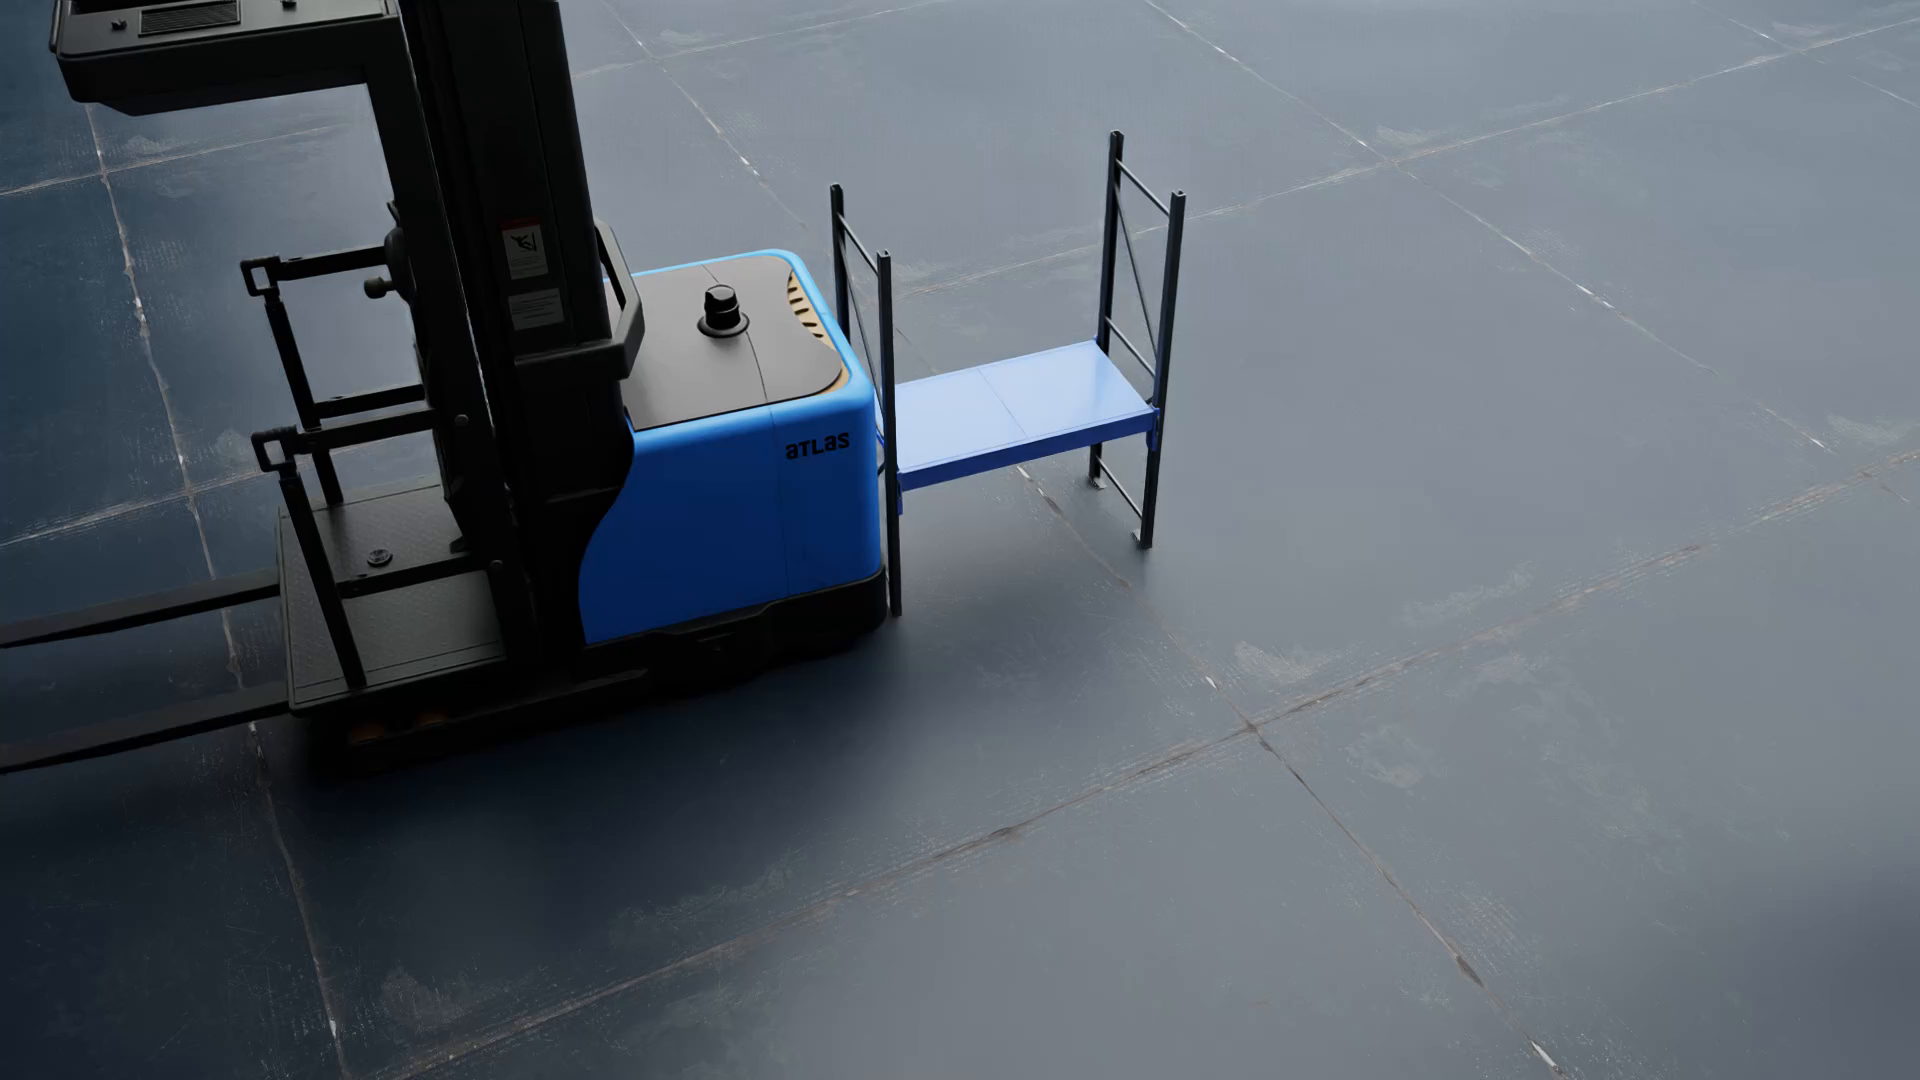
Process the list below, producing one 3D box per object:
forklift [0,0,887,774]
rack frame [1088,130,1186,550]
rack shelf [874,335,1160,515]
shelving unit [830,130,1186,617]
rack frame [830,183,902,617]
[{"bbox_3d":[-1.834,-0.745,4.992,3.031,2.935,1.130,-13,42,-15],"label":"forklift"},{"bbox_3d":[0.625,-0.689,6.034,0.032,1.500,0.500,-15,42,-17],"label":"rack frame"},{"bbox_3d":[0.153,-0.429,6.005,1.000,0.185,0.538,-15,42,-17],"label":"rack shelf"},{"bbox_3d":[0.153,-0.567,5.889,1.048,1.500,0.538,-15,42,-17],"label":"shelving unit"},{"bbox_3d":[-0.319,-0.444,5.744,0.032,1.500,0.500,-15,42,-17],"label":"rack frame"}]
